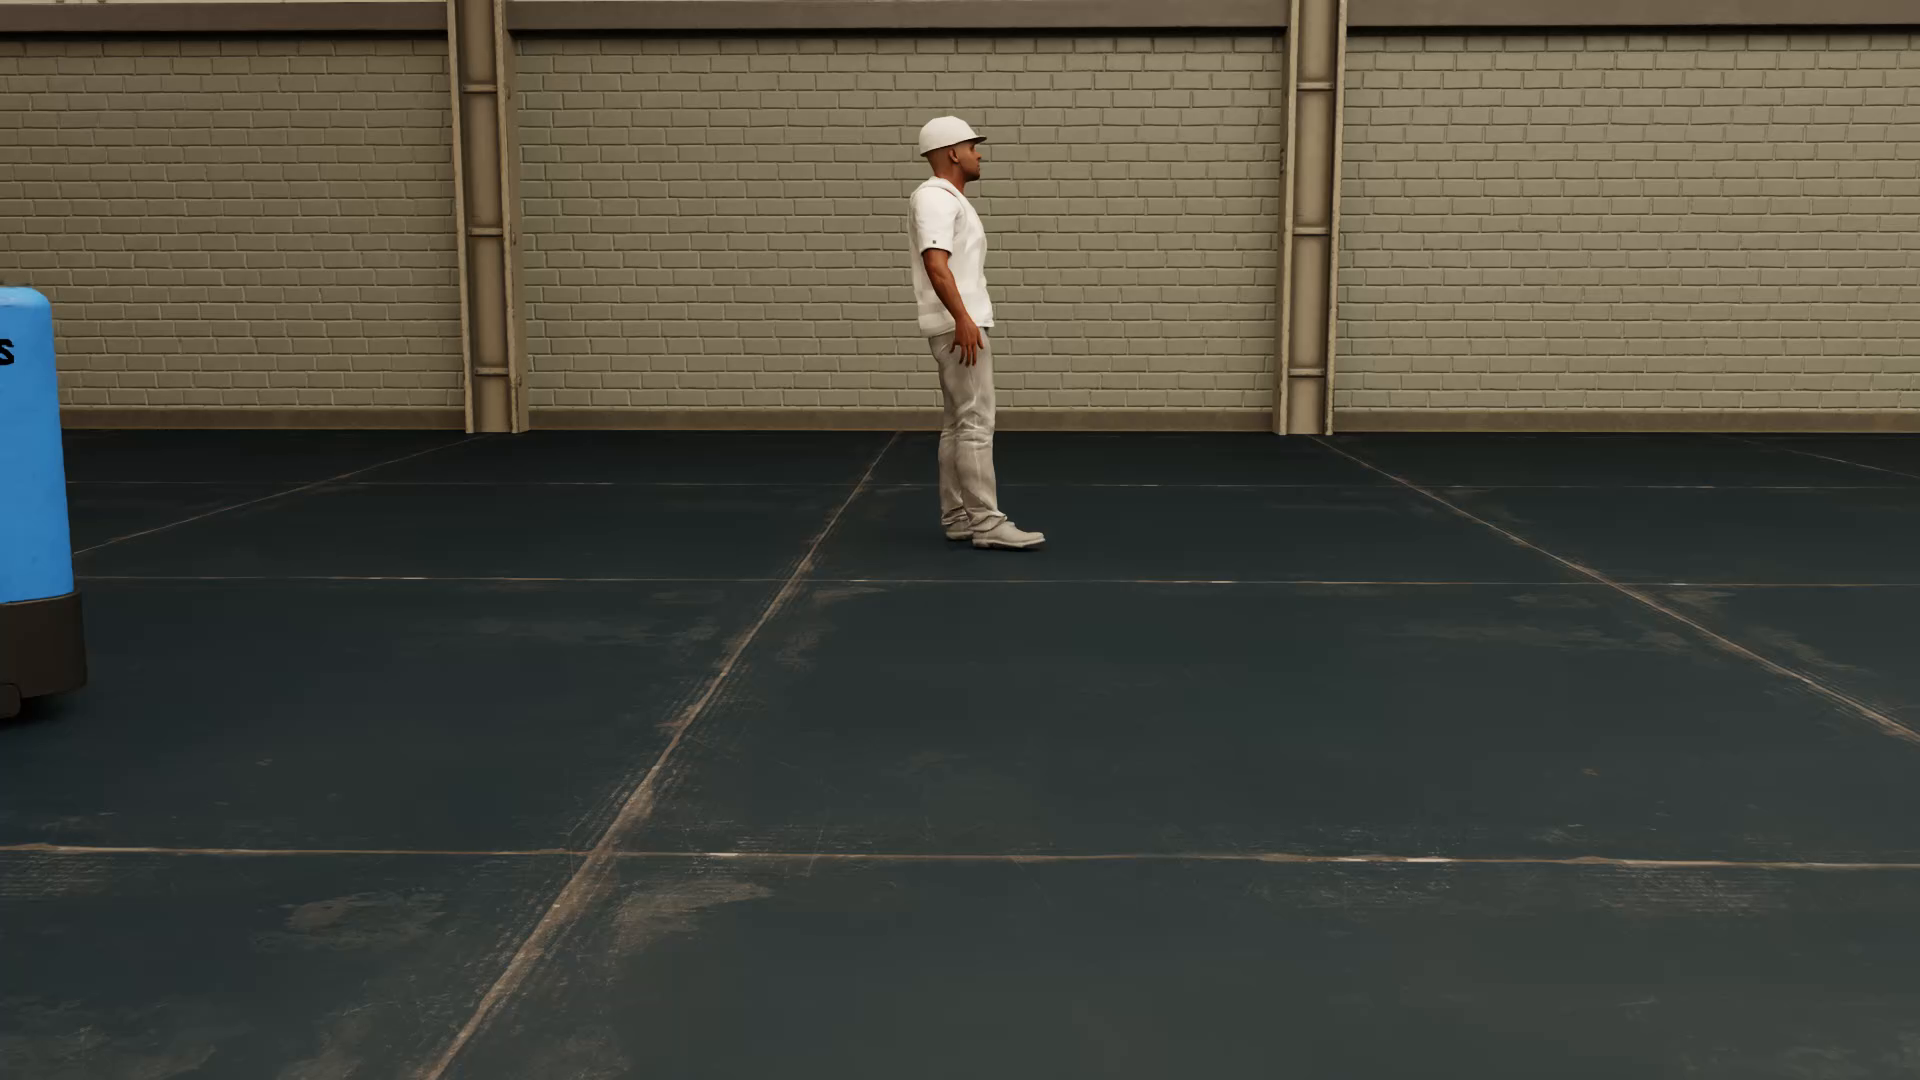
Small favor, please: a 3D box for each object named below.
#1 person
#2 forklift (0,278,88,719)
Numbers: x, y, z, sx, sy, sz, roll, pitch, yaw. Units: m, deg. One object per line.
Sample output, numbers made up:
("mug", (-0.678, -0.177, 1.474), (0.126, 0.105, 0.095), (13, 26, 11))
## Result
("person", (0.070, -0.879, 6.985), (0.575, 1.768, 0.665), (0, 9, 1))
("forklift", (-3.627, -0.902, 3.321), (3.031, 2.935, 1.130), (-8, 12, -44))
